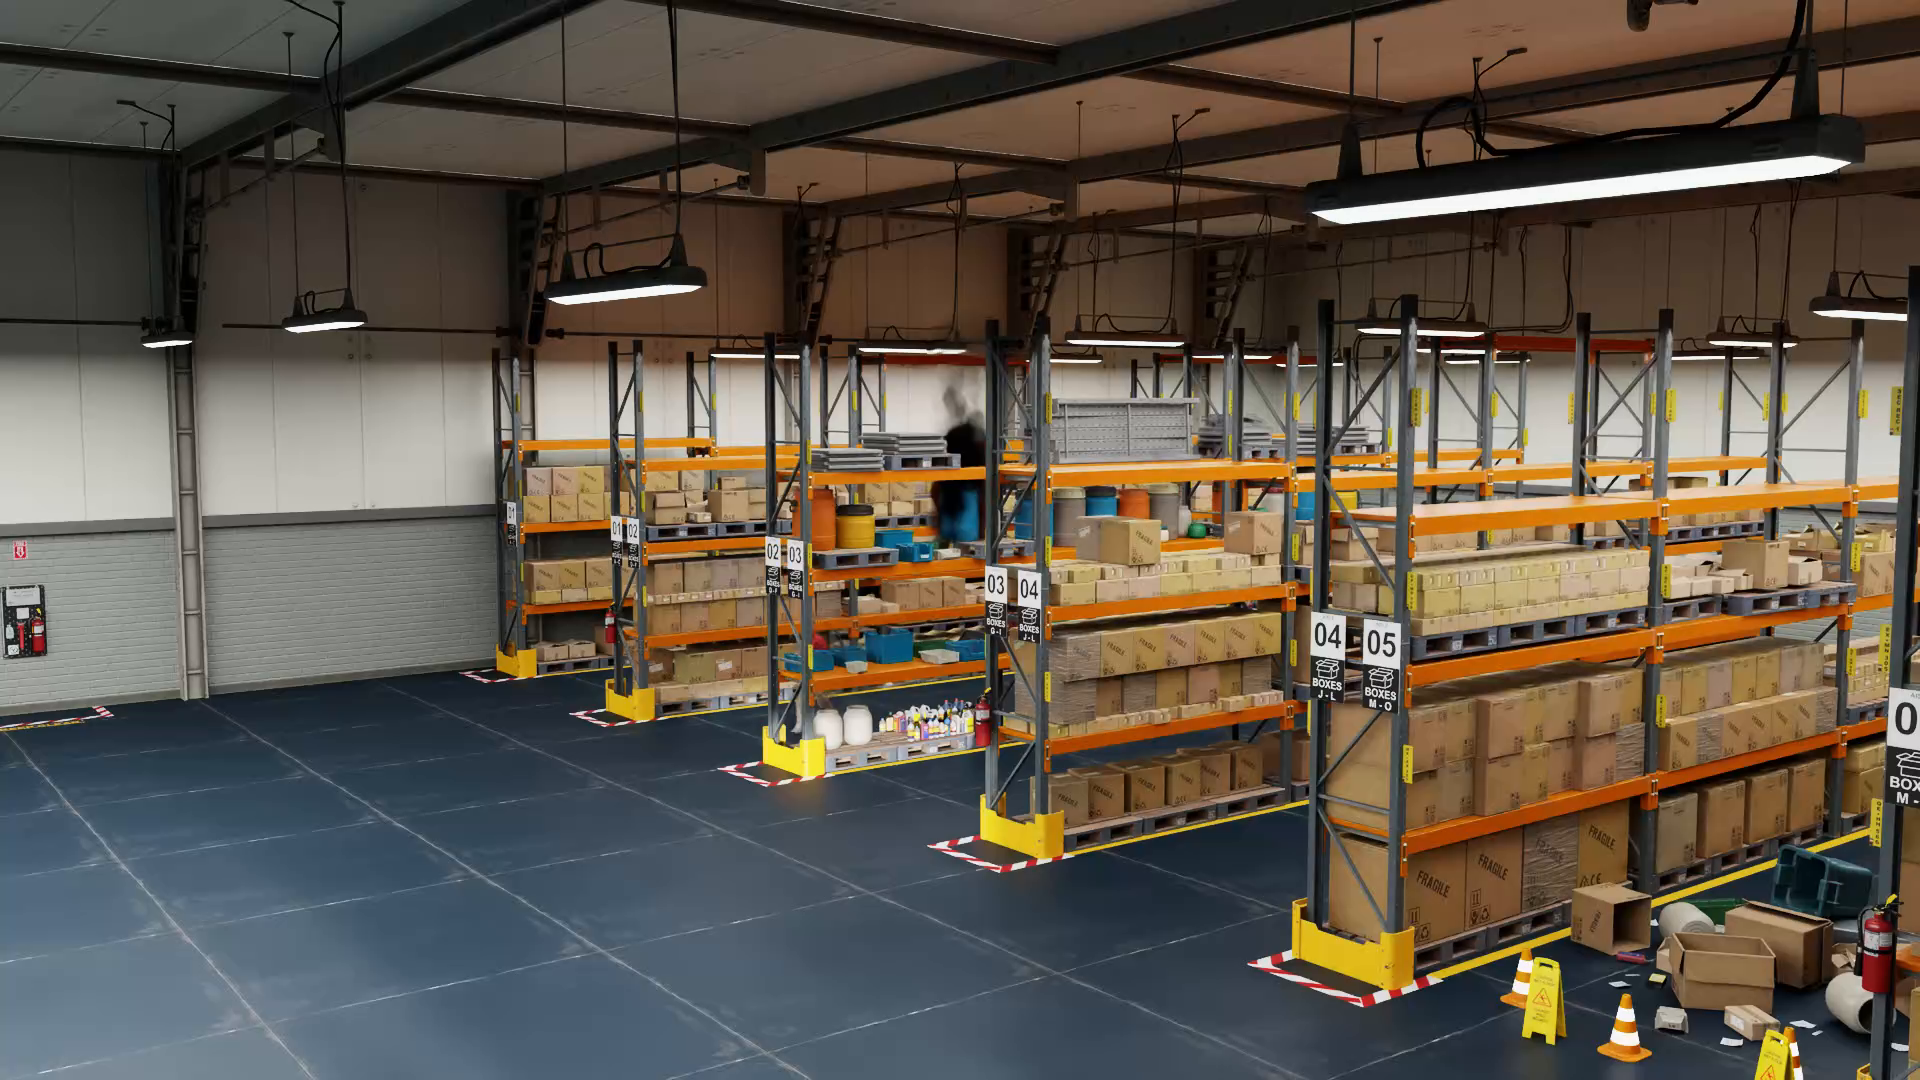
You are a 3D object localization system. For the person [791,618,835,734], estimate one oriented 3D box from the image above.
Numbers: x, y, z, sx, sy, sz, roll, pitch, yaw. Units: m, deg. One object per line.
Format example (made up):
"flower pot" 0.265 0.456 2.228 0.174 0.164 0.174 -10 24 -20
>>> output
"person" -2.225 2.069 25.532 0.653 1.787 0.830 5 7 43
